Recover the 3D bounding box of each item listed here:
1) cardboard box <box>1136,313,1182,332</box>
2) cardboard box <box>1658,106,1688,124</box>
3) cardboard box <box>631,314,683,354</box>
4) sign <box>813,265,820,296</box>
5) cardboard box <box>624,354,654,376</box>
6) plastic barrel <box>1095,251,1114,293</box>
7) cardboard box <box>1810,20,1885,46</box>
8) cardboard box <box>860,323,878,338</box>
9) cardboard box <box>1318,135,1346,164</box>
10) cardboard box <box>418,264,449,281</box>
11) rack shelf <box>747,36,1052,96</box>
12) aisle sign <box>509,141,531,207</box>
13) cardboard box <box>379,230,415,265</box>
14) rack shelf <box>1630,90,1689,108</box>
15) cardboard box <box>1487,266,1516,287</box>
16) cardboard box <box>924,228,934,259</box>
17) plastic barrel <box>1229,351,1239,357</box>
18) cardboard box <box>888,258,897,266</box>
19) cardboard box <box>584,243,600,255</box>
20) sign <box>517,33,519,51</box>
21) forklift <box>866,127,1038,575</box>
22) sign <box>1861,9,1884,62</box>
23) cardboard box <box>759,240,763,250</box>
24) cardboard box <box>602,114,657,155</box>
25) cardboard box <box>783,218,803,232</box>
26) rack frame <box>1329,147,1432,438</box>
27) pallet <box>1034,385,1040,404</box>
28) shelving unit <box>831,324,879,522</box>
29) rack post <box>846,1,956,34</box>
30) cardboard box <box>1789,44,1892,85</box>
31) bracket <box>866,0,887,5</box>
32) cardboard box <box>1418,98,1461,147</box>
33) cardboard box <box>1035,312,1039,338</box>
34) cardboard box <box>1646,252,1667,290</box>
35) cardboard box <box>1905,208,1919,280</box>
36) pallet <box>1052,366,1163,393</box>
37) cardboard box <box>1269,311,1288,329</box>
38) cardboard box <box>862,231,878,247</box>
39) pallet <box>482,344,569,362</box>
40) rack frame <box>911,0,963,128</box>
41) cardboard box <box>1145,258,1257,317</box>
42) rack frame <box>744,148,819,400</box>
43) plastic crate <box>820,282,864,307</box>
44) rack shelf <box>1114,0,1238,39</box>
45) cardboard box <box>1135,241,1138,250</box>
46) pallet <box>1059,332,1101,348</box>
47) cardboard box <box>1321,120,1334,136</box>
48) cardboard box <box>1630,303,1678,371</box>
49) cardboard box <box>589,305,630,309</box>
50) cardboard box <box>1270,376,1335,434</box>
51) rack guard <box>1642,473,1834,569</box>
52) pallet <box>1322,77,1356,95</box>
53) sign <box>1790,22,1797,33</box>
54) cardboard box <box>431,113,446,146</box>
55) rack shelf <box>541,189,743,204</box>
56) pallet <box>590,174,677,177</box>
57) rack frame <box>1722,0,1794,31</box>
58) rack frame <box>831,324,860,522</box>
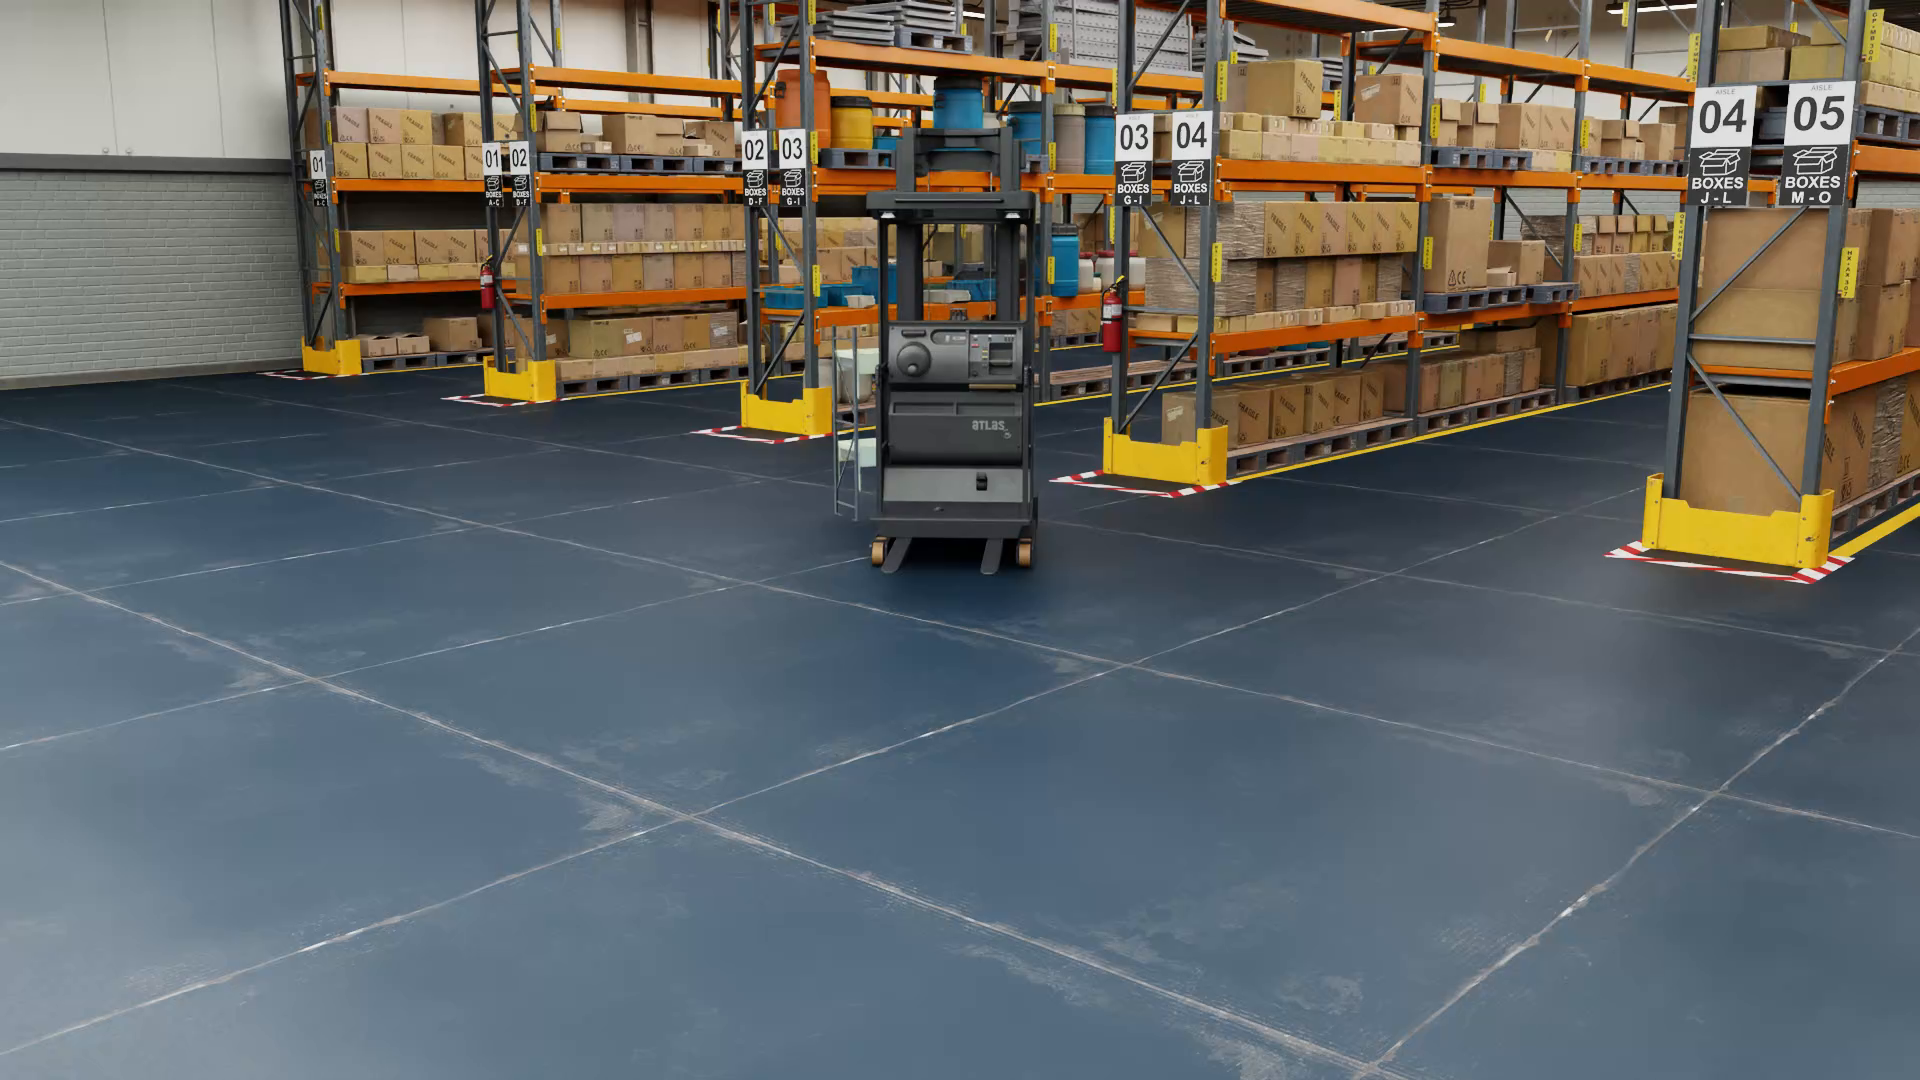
[{"bbox_3d":[1.828,-1.977,15.092,0.380,0.149,0.250,10,15,40],"label":"cardboard box"},{"bbox_3d":[10.342,-6.077,23.824,0.500,0.250,0.500,9,14,37],"label":"cardboard box"},{"bbox_3d":[-4.131,-2.809,22.648,0.500,0.500,0.500,10,15,40],"label":"cardboard box"},{"bbox_3d":[-1.516,-2.736,17.544,0.100,0.325,0.005,10,15,40],"label":"sign"},{"bbox_3d":[-4.466,-2.368,22.357,0.500,0.250,0.500,10,15,40],"label":"cardboard box"},{"bbox_3d":[1.995,-3.547,21.966,0.433,0.535,0.433,0,11,0],"label":"plastic barrel"},{"bbox_3d":[5.913,-3.377,11.080,0.380,0.149,0.250,10,15,41],"label":"cardboard box"},{"bbox_3d":[-1.530,-3.289,25.535,0.500,0.311,0.500,10,15,42],"label":"cardboard box"},{"bbox_3d":[3.312,-3.693,15.765,0.500,0.250,0.500,10,15,42],"label":"cardboard box"},{"bbox_3d":[-8.134,-4.072,25.273,0.500,0.250,0.500,9,15,39],"label":"cardboard box"},{"bbox_3d":[-0.606,-5.359,18.925,1.077,0.370,4.000,10,15,40],"label":"rack shelf"},{"bbox_3d":[-5.458,-4.538,20.638,0.394,0.787,0.004,10,15,40],"label":"aisle sign"},{"bbox_3d":[-8.493,-4.360,24.797,0.500,0.500,0.500,10,15,41],"label":"cardboard box"},{"bbox_3d":[11.036,-6.484,24.559,1.077,0.370,4.000,10,15,40],"label":"rack shelf"},{"bbox_3d":[6.178,-3.068,19.186,0.396,0.266,0.258,9,15,39],"label":"cardboard box"},{"bbox_3d":[-1.076,-5.943,33.542,0.980,0.700,0.700,10,15,41],"label":"cardboard box"},{"bbox_3d":[3.971,-3.004,24.871,0.421,0.512,0.421,0,11,0],"label":"plastic barrel"},{"bbox_3d":[-1.099,-4.340,26.507,0.500,0.311,0.500,10,15,40],"label":"cardboard box"},{"bbox_3d":[-4.886,-3.786,21.595,0.380,0.149,0.250,10,15,41],"label":"cardboard box"},{"bbox_3d":[-7.148,-8.090,26.950,0.100,0.325,0.005,10,15,40],"label":"sign"},{"bbox_3d":[-0.038,-1.315,11.312,1.130,2.935,3.031,1,11,3],"label":"forklift"},{"bbox_3d":[5.867,-3.241,10.688,0.100,0.325,0.005,10,15,40],"label":"sign"},{"bbox_3d":[-3.022,-4.201,23.673,0.380,0.149,0.250,10,15,40],"label":"cardboard box"},{"bbox_3d":[-4.343,-5.316,21.827,0.500,0.500,0.500,10,15,40],"label":"cardboard box"},{"bbox_3d":[-3.239,-5.815,30.686,0.500,0.250,0.500,9,15,40],"label":"cardboard box"},{"bbox_3d":[4.435,-2.620,17.670,1.000,3.000,0.127,10,15,40],"label":"rack frame"},{"bbox_3d":[0.240,-1.799,20.682,1.003,0.211,1.213,10,15,40],"label":"pallet"},{"bbox_3d":[-0.574,-0.948,13.121,0.755,1.500,0.431,-6,13,-30],"label":"shelving unit"},{"bbox_3d":[-0.670,-5.866,18.797,0.937,0.300,0.954,9,15,39],"label":"rack post"},{"bbox_3d":[5.965,-3.211,11.269,0.500,0.250,0.500,10,15,40],"label":"cardboard box"},{"bbox_3d":[-1.641,-10.533,32.782,0.235,0.232,0.430,10,15,40],"label":"bracket"},{"bbox_3d":[4.820,-4.404,17.607,0.797,0.503,0.637,9,14,38],"label":"cardboard box"},{"bbox_3d":[1.169,-3.738,28.527,0.500,0.500,0.500,9,14,38],"label":"cardboard box"},{"bbox_3d":[9.280,-3.670,22.672,0.500,0.500,0.500,10,15,42],"label":"cardboard box"},{"bbox_3d":[7.089,-2.359,13.226,0.875,0.550,0.550,10,15,40],"label":"cardboard box"},{"bbox_3d":[2.009,-2.194,22.656,1.003,0.211,1.213,10,15,40],"label":"pallet"},{"bbox_3d":[2.837,-2.064,15.527,0.380,0.149,0.250,10,15,40],"label":"cardboard box"},{"bbox_3d":[-1.891,-5.746,32.256,0.500,0.500,0.500,10,15,41],"label":"cardboard box"},{"bbox_3d":[-7.144,-3.070,27.045,1.003,0.211,1.213,10,15,40],"label":"pallet"},{"bbox_3d":[-0.363,-7.432,26.445,1.000,3.000,0.127,10,15,40],"label":"rack frame"},{"bbox_3d":[2.178,-2.304,15.072,0.875,0.500,0.500,10,15,40],"label":"cardboard box"},{"bbox_3d":[-1.926,-2.672,17.930,1.000,3.000,0.127,10,15,40],"label":"rack frame"},{"bbox_3d":[-1.387,-2.806,18.982,0.499,0.251,0.408,10,15,40],"label":"plastic crate"},{"bbox_3d":[3.597,-9.591,30.609,1.077,0.370,4.000,10,15,40],"label":"rack shelf"},{"bbox_3d":[3.154,-5.243,30.547,0.500,0.500,0.500,10,15,41],"label":"cardboard box"},{"bbox_3d":[1.768,-3.586,29.628,1.003,0.211,1.213,10,15,40],"label":"pallet"},{"bbox_3d":[3.327,-3.905,15.810,0.380,0.149,0.250,9,14,38],"label":"cardboard box"},{"bbox_3d":[9.308,-2.864,23.246,1.225,0.875,0.875,10,15,41],"label":"cardboard box"},{"bbox_3d":[-5.966,-4.075,28.297,0.500,0.250,0.500,9,15,39],"label":"cardboard box"},{"bbox_3d":[3.418,-1.360,16.670,0.500,0.500,0.500,8,14,35],"label":"cardboard box"},{"bbox_3d":[5.438,-0.146,11.666,1.175,0.500,0.348,10,15,40],"label":"rack guard"},{"bbox_3d":[5.472,-6.965,25.610,1.003,0.211,1.213,10,15,40],"label":"pallet"},{"bbox_3d":[12.755,-7.752,25.461,0.100,0.325,0.005,10,15,40],"label":"sign"},{"bbox_3d":[-8.248,-6.294,25.550,0.500,0.500,0.500,10,15,40],"label":"cardboard box"},{"bbox_3d":[-5.407,-5.954,28.539,1.077,0.370,4.000,10,15,40],"label":"rack shelf"},{"bbox_3d":[-5.558,-6.150,28.166,1.213,0.211,1.003,10,15,40],"label":"pallet"},{"bbox_3d":[12.356,-7.327,25.922,1.000,3.000,0.127,10,15,40],"label":"rack frame"},{"bbox_3d":[-0.891,-0.912,12.940,0.023,1.500,0.400,-6,13,-30],"label":"rack frame"}]
